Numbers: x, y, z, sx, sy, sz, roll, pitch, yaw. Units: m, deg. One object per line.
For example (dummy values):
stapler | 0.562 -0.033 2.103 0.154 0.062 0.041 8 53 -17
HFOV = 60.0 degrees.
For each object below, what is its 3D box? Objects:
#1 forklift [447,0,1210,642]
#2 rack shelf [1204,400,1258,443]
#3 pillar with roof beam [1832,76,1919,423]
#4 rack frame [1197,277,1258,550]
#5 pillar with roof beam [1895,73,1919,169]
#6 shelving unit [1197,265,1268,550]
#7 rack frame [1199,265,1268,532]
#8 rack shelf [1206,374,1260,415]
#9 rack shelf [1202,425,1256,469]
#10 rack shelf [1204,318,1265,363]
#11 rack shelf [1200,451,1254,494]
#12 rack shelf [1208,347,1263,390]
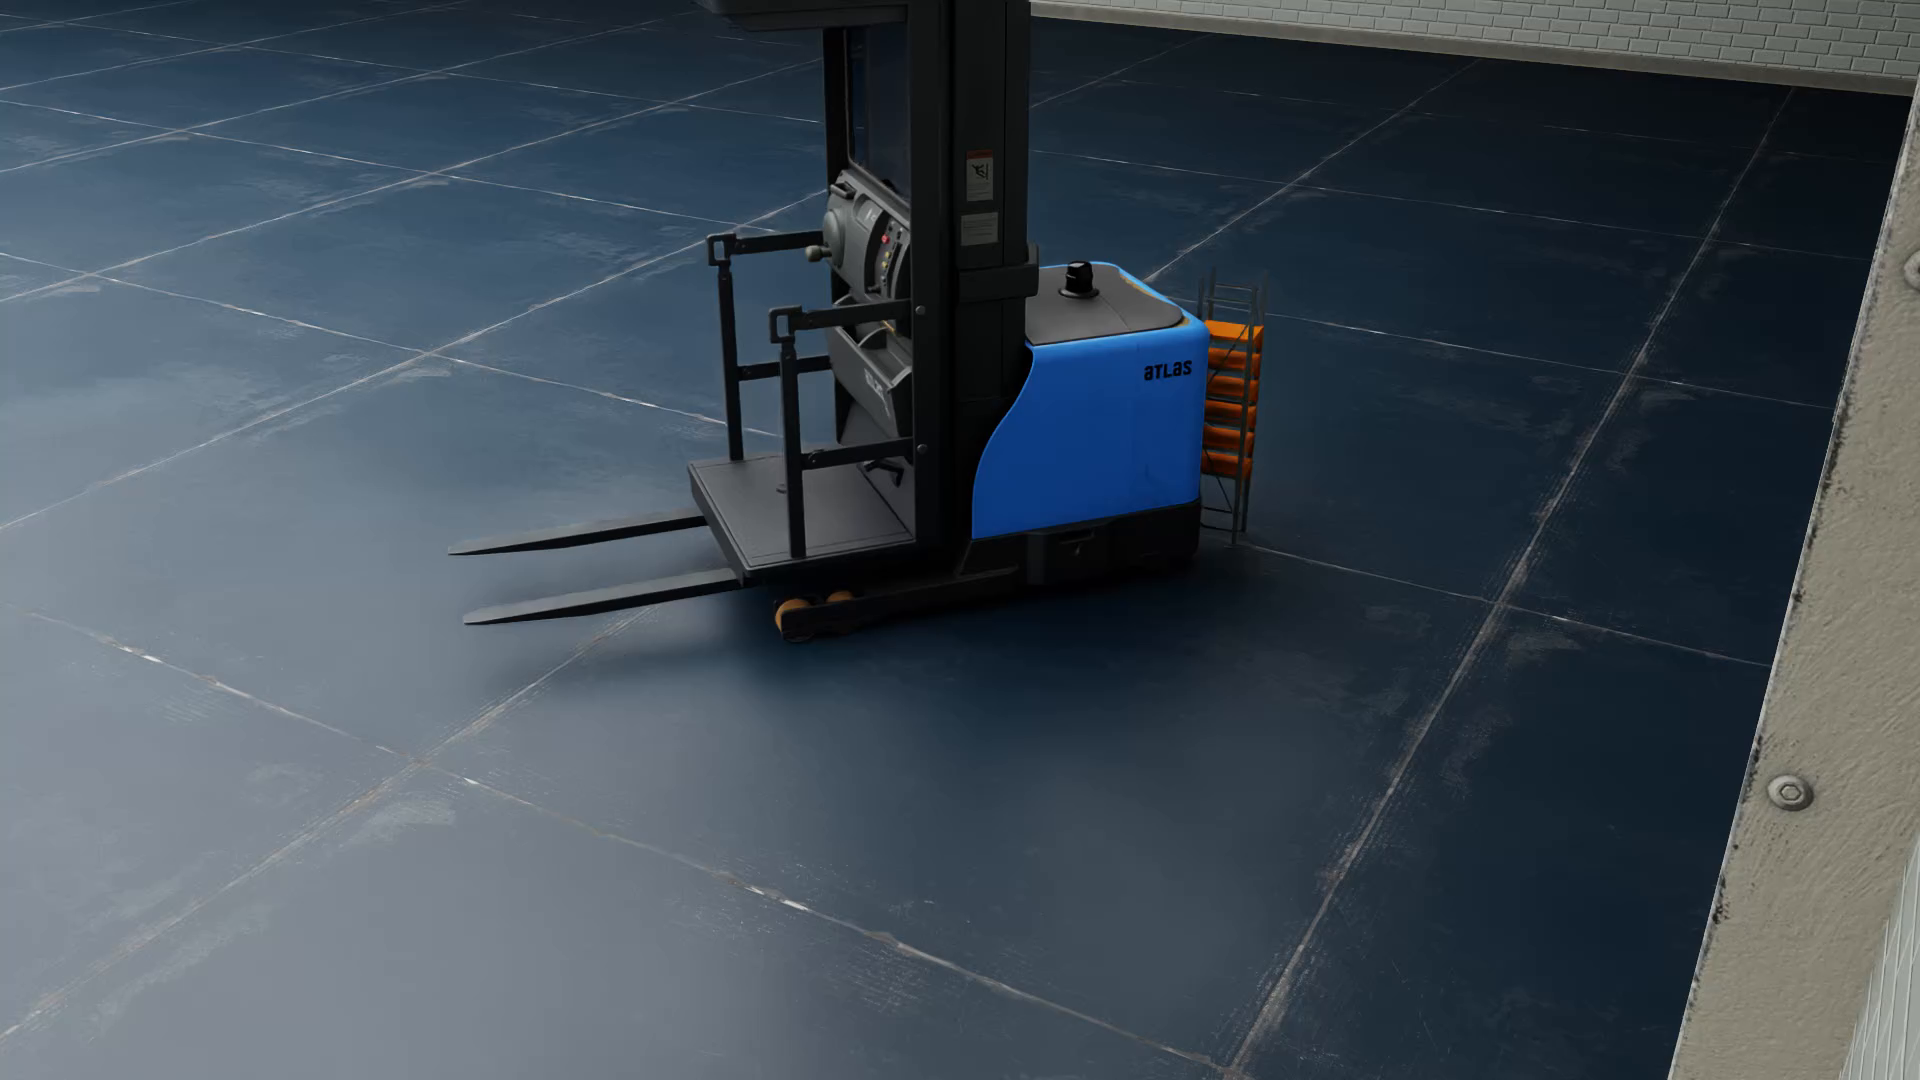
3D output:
forklift | -0.552 -1.177 6.404 3.031 2.935 1.130 -10 28 -18
rack shelf | 1.125 -0.515 7.113 0.258 0.103 0.180 11 29 20
pillar with roof beam | 0.958 -5.619 8.500 9.100 9.000 0.400 14 30 26
rack frame | 1.089 -0.517 7.018 0.240 1.200 0.006 11 29 20
pillar with roof beam | 3.910 -7.958 13.171 9.100 9.000 0.400 14 30 26
shelving unit | 1.125 -0.554 7.093 0.258 1.200 0.189 11 29 20
rack frame | 1.161 -0.592 7.169 0.240 1.200 0.006 11 29 20
rack shelf | 1.125 -0.622 7.059 0.258 0.103 0.180 11 29 20
rack shelf | 1.125 -0.407 7.167 0.258 0.103 0.180 11 29 20
rack shelf | 1.125 -0.836 6.952 0.258 0.103 0.180 11 29 20
rack shelf | 1.125 -0.300 7.221 0.258 0.103 0.180 11 29 20
rack shelf | 1.125 -0.729 7.006 0.258 0.103 0.180 11 29 20
